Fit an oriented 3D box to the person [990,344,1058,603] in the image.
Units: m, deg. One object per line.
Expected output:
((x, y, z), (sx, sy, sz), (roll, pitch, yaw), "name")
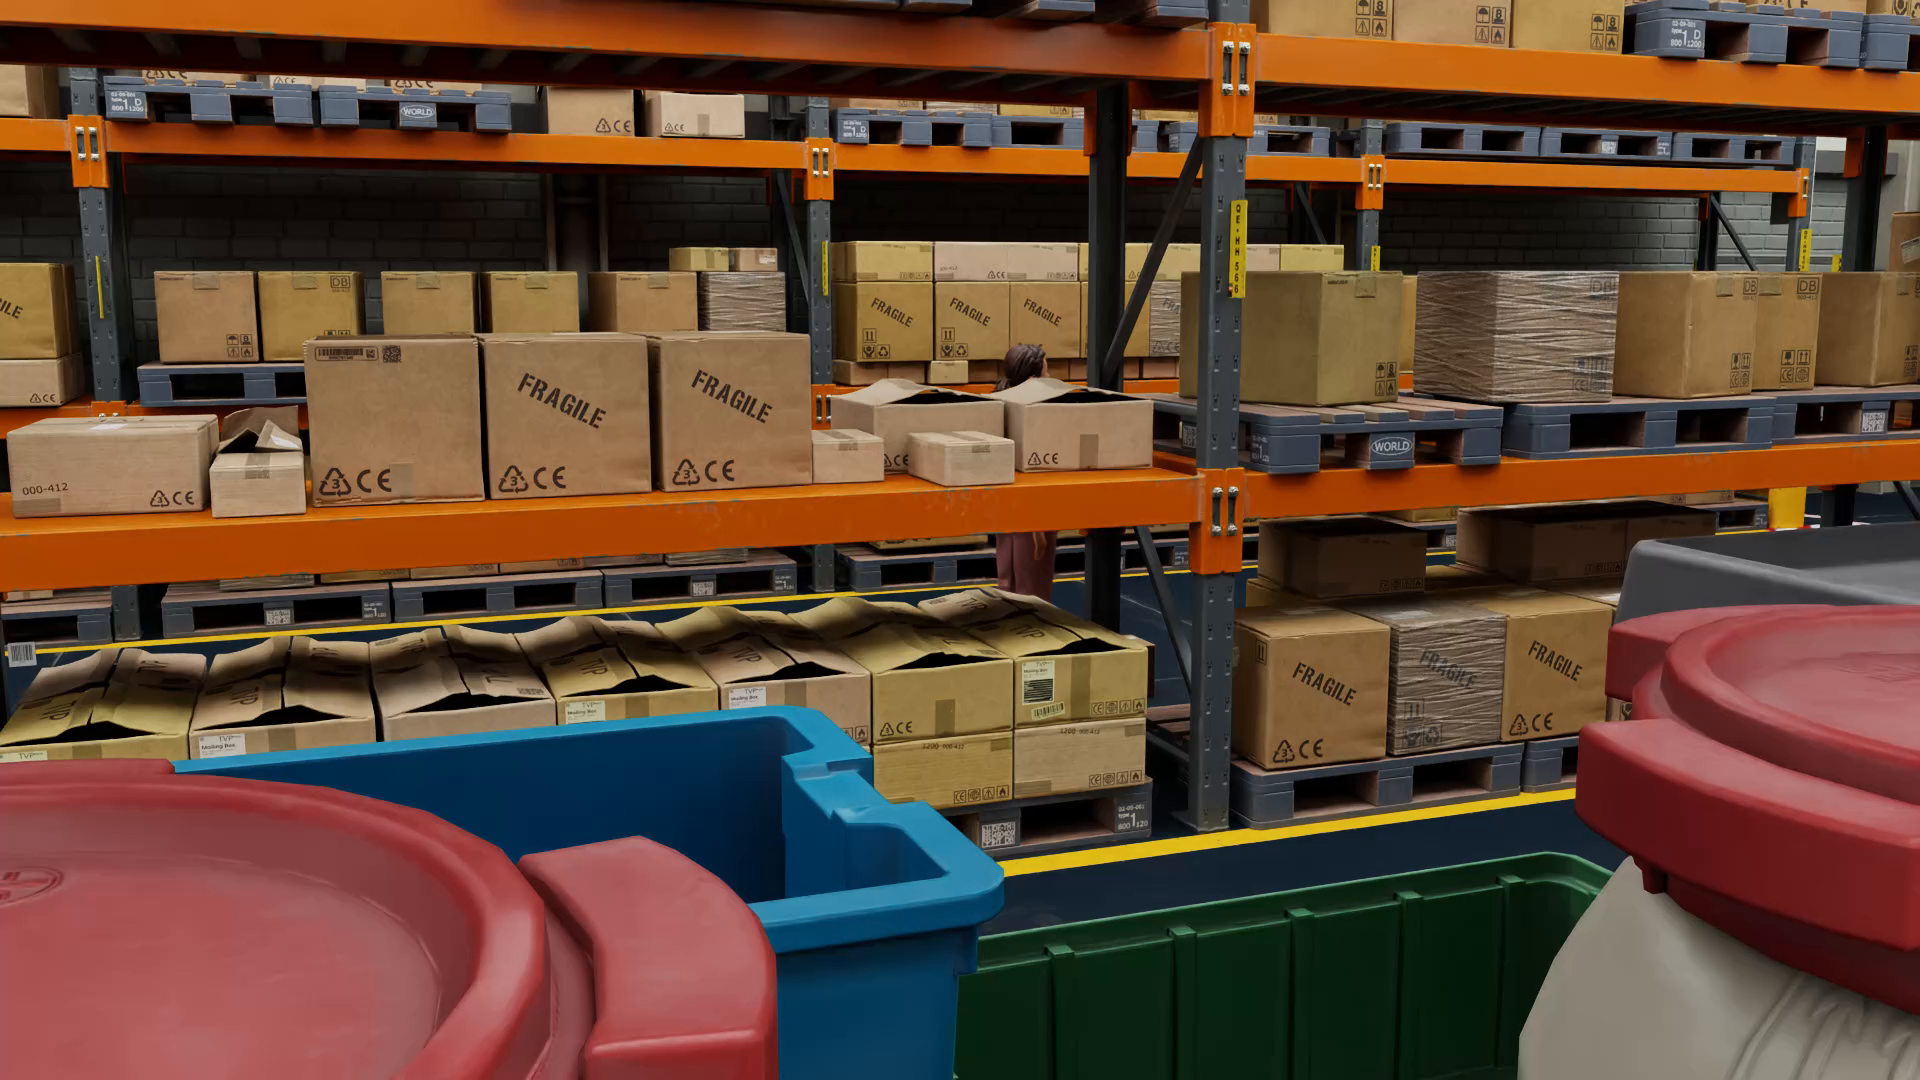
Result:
((0.294, -0.076, 7.774), (0.394, 1.669, 0.486), (-5, 10, -29), "person")
